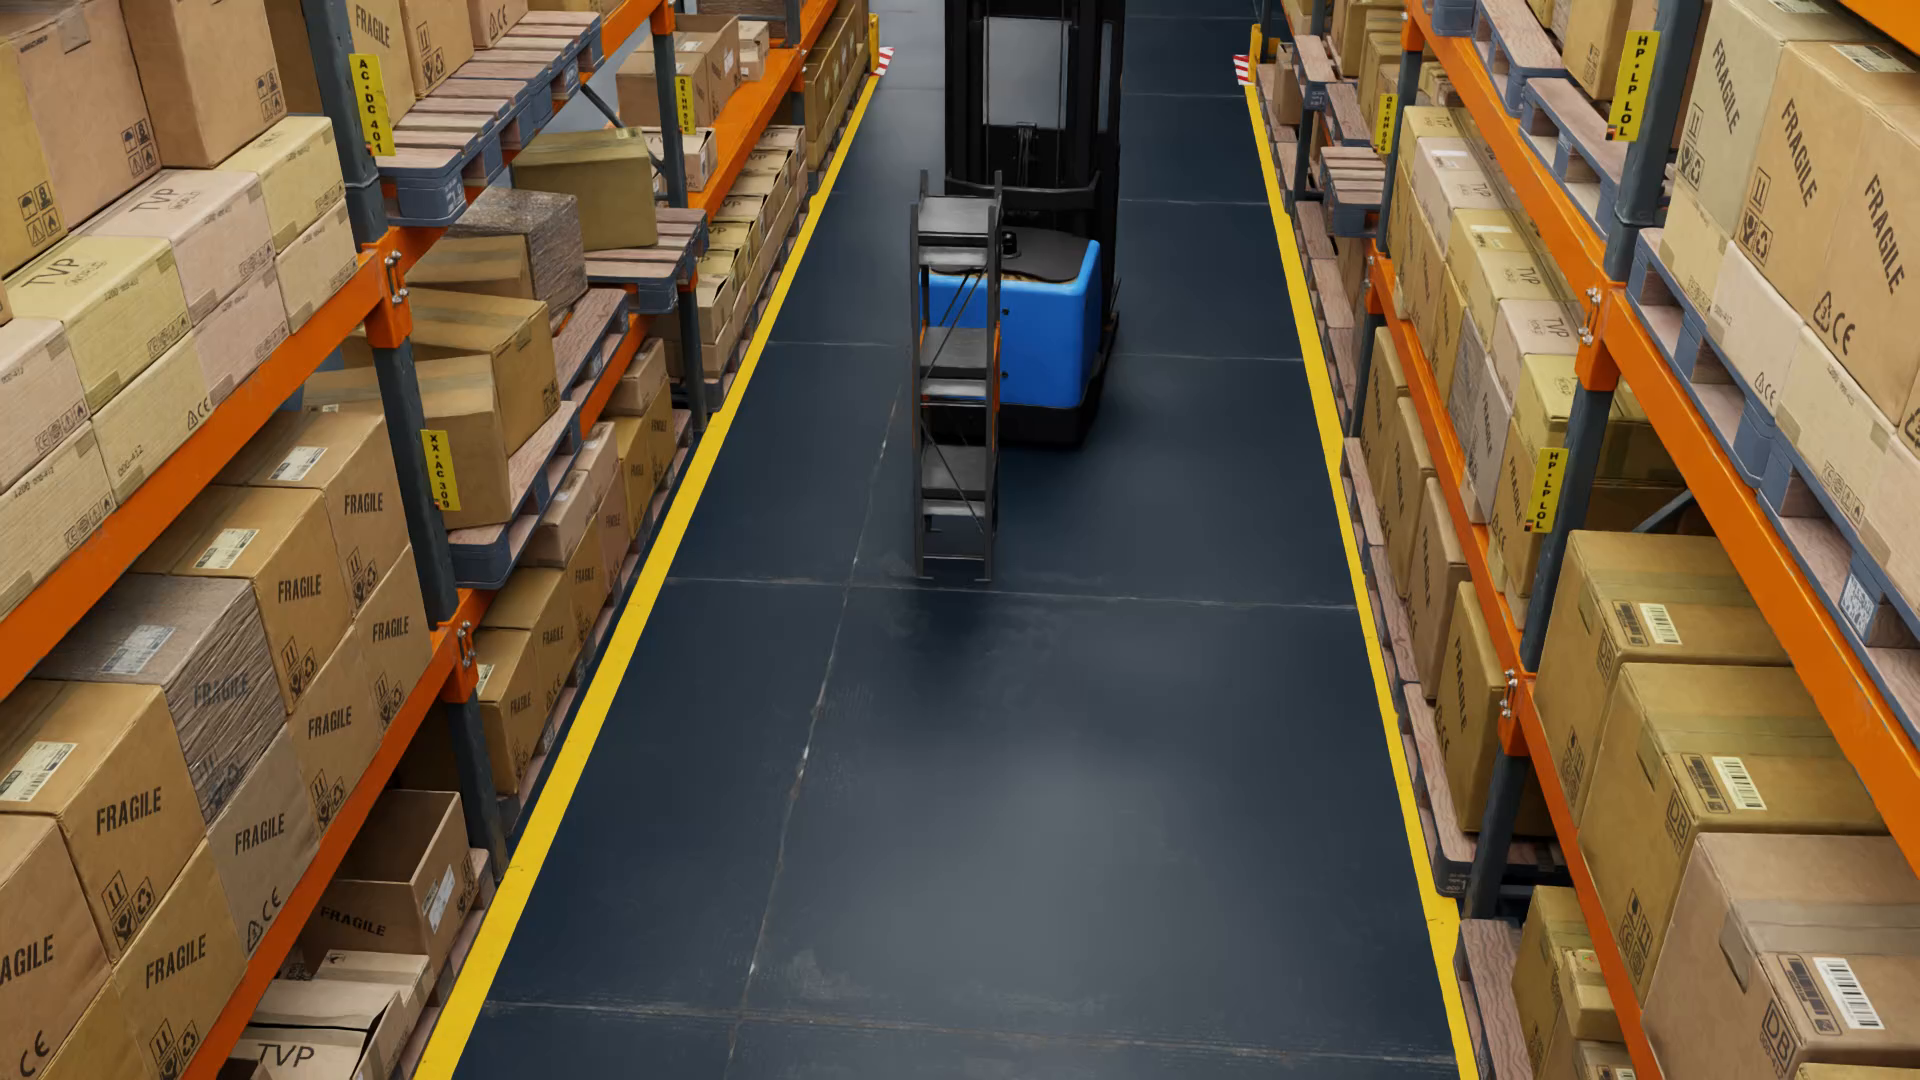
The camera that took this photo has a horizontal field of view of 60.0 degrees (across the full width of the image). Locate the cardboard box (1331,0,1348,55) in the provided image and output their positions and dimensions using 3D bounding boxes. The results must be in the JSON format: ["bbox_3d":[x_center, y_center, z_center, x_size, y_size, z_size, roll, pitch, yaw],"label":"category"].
[{"bbox_3d":[3.106,-3.838,12.104,0.700,0.500,0.500,3,32,4],"label":"cardboard box"}]

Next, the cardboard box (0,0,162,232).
[{"bbox_3d":[-2.591,-1.133,4.322,0.700,0.500,0.500,2,32,4],"label":"cardboard box"}]

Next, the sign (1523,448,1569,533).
[{"bbox_3d":[1.988,-0.167,5.633,0.100,0.325,0.005,2,32,4],"label":"sign"}]

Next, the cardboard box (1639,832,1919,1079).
[{"bbox_3d":[2.355,1.228,4.112,0.980,0.700,0.700,1,32,2],"label":"cardboard box"}]

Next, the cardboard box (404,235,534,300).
[{"bbox_3d":[-2.325,-1.047,7.594,0.700,0.500,0.500,-5,32,-9],"label":"cardboard box"}]

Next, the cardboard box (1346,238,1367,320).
[{"bbox_3d":[3.032,-1.808,11.288,0.700,0.500,0.500,2,32,4],"label":"cardboard box"}]

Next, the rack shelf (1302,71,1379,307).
[{"bbox_3d":[3.019,-2.520,11.166,1.077,0.370,4.000,2,32,4],"label":"rack shelf"}]

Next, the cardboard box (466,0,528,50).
[{"bbox_3d":[-2.187,-2.398,6.831,0.600,0.600,0.600,1,32,2],"label":"cardboard box"}]

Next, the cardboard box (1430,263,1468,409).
[{"bbox_3d":[2.433,-0.910,7.470,0.500,0.500,0.500,3,32,5],"label":"cardboard box"}]

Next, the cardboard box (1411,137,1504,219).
[{"bbox_3d":[2.519,-1.770,8.151,0.500,0.250,0.500,2,32,3],"label":"cardboard box"}]

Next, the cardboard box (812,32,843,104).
[{"bbox_3d":[-1.325,-4.162,14.650,0.500,0.500,0.500,2,32,4],"label":"cardboard box"}]

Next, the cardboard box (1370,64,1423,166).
[{"bbox_3d":[2.902,-2.550,10.015,0.700,0.500,0.500,0,32,-1],"label":"cardboard box"}]

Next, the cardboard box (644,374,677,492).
[{"bbox_3d":[-1.924,-0.615,9.351,0.500,0.500,0.500,4,32,6],"label":"cardboard box"}]

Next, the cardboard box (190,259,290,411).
[{"bbox_3d":[-2.233,-0.585,4.625,0.500,0.250,0.500,2,32,4],"label":"cardboard box"}]

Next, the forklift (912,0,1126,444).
[{"bbox_3d":[0.496,-2.590,10.659,1.130,2.935,3.031,6,32,9],"label":"forklift"}]

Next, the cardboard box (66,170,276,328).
[{"bbox_3d":[-2.221,-0.798,4.493,0.500,0.250,0.500,2,32,4],"label":"cardboard box"}]

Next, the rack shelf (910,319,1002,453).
[{"bbox_3d":[-0.013,-0.796,8.566,0.431,0.518,0.480,2,32,4],"label":"rack shelf"}]

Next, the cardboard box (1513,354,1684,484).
[{"bbox_3d":[2.313,-0.441,5.994,0.500,0.250,0.500,3,32,5],"label":"cardboard box"}]

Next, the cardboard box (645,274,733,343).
[{"bbox_3d":[-1.746,-1.499,10.509,0.500,0.311,0.500,3,32,6],"label":"cardboard box"}]

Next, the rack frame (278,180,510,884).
[{"bbox_3d":[-2.407,0.101,6.227,1.000,3.000,0.127,2,32,4],"label":"rack frame"}]

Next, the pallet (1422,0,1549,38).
[{"bbox_3d":[2.856,-2.638,7.993,1.213,0.211,1.003,4,32,6],"label":"pallet"}]

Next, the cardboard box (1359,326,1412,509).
[{"bbox_3d":[2.665,-0.666,9.120,0.750,0.750,0.750,2,32,3],"label":"cardboard box"}]

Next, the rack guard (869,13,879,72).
[{"bbox_3d":[-1.429,-5.122,17.085,1.175,0.500,0.348,2,32,4],"label":"rack guard"}]

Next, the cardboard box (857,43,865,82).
[{"bbox_3d":[-1.208,-4.627,16.119,0.500,0.250,0.500,2,32,4],"label":"cardboard box"}]

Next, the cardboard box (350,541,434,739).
[{"bbox_3d":[-2.192,0.331,5.759,0.500,0.500,0.500,3,32,5],"label":"cardboard box"}]

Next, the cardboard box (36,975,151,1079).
[{"bbox_3d":[-2.354,1.397,4.029,0.500,0.500,0.500,2,32,4],"label":"cardboard box"}]

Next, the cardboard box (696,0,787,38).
[{"bbox_3d":[-1.726,-4.357,13.366,0.700,0.500,0.500,2,32,3],"label":"cardboard box"}]

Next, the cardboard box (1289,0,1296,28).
[{"bbox_3d":[2.967,-4.338,13.554,0.500,0.250,0.500,3,32,4],"label":"cardboard box"}]

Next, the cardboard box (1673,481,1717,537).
[{"bbox_3d":[2.819,-0.097,6.150,0.500,0.500,0.500,1,32,2],"label":"cardboard box"}]

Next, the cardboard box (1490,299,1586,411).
[{"bbox_3d":[2.364,-0.708,6.428,0.500,0.250,0.500,3,32,5],"label":"cardboard box"}]

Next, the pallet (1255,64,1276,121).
[{"bbox_3d":[3.399,-4.314,16.049,1.003,0.211,1.213,2,32,4],"label":"pallet"}]

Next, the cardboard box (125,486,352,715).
[{"bbox_3d":[-2.230,0.176,5.056,0.500,0.500,0.500,2,32,3],"label":"cardboard box"}]

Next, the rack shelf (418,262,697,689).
[{"bbox_3d":[-2.245,-0.638,8.113,1.077,0.370,4.000,2,32,4],"label":"rack shelf"}]

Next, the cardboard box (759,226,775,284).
[{"bbox_3d":[-1.628,-2.063,11.959,0.500,0.250,0.500,3,32,5],"label":"cardboard box"}]

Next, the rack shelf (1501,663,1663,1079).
[{"bbox_3d":[2.367,1.663,4.378,1.077,0.370,4.000,2,32,4],"label":"rack shelf"}]

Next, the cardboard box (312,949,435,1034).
[{"bbox_3d":[-2.142,1.636,6.034,0.380,0.149,0.250,2,32,4],"label":"cardboard box"}]

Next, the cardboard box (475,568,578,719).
[{"bbox_3d":[-2.093,0.456,7.614,0.500,0.500,0.500,3,32,5],"label":"cardboard box"}]

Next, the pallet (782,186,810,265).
[{"bbox_3d":[-1.777,-2.508,13.119,1.003,0.211,1.213,2,32,4],"label":"pallet"}]

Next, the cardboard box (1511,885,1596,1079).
[{"bbox_3d":[2.367,1.583,5.805,0.700,0.500,0.500,3,32,5],"label":"cardboard box"}]

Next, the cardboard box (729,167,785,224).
[{"bbox_3d":[-1.583,-2.572,12.250,0.500,0.311,0.500,2,32,4],"label":"cardboard box"}]

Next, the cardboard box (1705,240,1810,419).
[{"bbox_3d":[2.155,-0.508,4.003,0.500,0.250,0.500,2,32,3],"label":"cardboard box"}]

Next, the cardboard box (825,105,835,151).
[{"bbox_3d":[-1.370,-3.581,14.422,0.500,0.250,0.500,2,32,4],"label":"cardboard box"}]

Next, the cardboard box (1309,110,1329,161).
[{"bbox_3d":[3.226,-3.540,14.098,0.500,0.500,0.500,0,32,0],"label":"cardboard box"}]

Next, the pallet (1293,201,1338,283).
[{"bbox_3d":[3.119,-2.278,12.746,1.003,0.211,1.213,2,32,4],"label":"pallet"}]

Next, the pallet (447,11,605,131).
[{"bbox_3d":[-2.203,-1.976,6.918,1.213,0.211,1.003,2,32,4],"label":"pallet"}]

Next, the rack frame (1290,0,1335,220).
[{"bbox_3d":[3.181,-3.872,12.675,1.000,3.000,0.127,2,32,4],"label":"rack frame"}]

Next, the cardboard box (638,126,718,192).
[{"bbox_3d":[-1.816,-2.412,10.390,0.500,0.311,0.500,2,32,3],"label":"cardboard box"}]

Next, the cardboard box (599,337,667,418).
[{"bbox_3d":[-1.924,-0.904,9.107,0.500,0.250,0.500,4,32,6],"label":"cardboard box"}]

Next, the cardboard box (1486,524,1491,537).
[{"bbox_3d":[2.338,-0.046,6.686,0.380,0.149,0.250,3,32,6],"label":"cardboard box"}]

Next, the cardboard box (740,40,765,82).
[{"bbox_3d":[-1.645,-3.557,12.291,0.396,0.266,0.258,2,32,3],"label":"cardboard box"}]

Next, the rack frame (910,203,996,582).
[{"bbox_3d":[-0.033,-0.680,8.352,0.400,2.100,0.015,2,32,4],"label":"rack frame"}]

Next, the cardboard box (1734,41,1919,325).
[{"bbox_3d":[2.157,-0.813,3.784,0.500,0.500,0.500,2,32,3],"label":"cardboard box"}]

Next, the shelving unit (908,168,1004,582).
[{"bbox_3d":[-0.013,-0.807,8.559,0.431,2.100,0.503,2,32,4],"label":"shelving unit"}]

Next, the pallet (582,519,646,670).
[{"bbox_3d":[-2.282,0.222,8.689,1.003,0.211,1.213,2,32,4],"label":"pallet"}]

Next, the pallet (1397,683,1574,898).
[{"bbox_3d":[2.518,1.091,7.278,1.003,0.211,1.213,2,32,4],"label":"pallet"}]

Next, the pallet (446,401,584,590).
[{"bbox_3d":[-2.234,-0.230,6.948,1.003,0.211,1.213,2,32,4],"label":"pallet"}]

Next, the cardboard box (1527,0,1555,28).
[{"bbox_3d":[2.825,-2.464,7.015,0.700,0.500,0.500,4,32,7],"label":"cardboard box"}]

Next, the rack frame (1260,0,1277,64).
[{"bbox_3d":[3.507,-5.964,16.069,1.000,3.000,0.127,2,32,4],"label":"rack frame"}]
